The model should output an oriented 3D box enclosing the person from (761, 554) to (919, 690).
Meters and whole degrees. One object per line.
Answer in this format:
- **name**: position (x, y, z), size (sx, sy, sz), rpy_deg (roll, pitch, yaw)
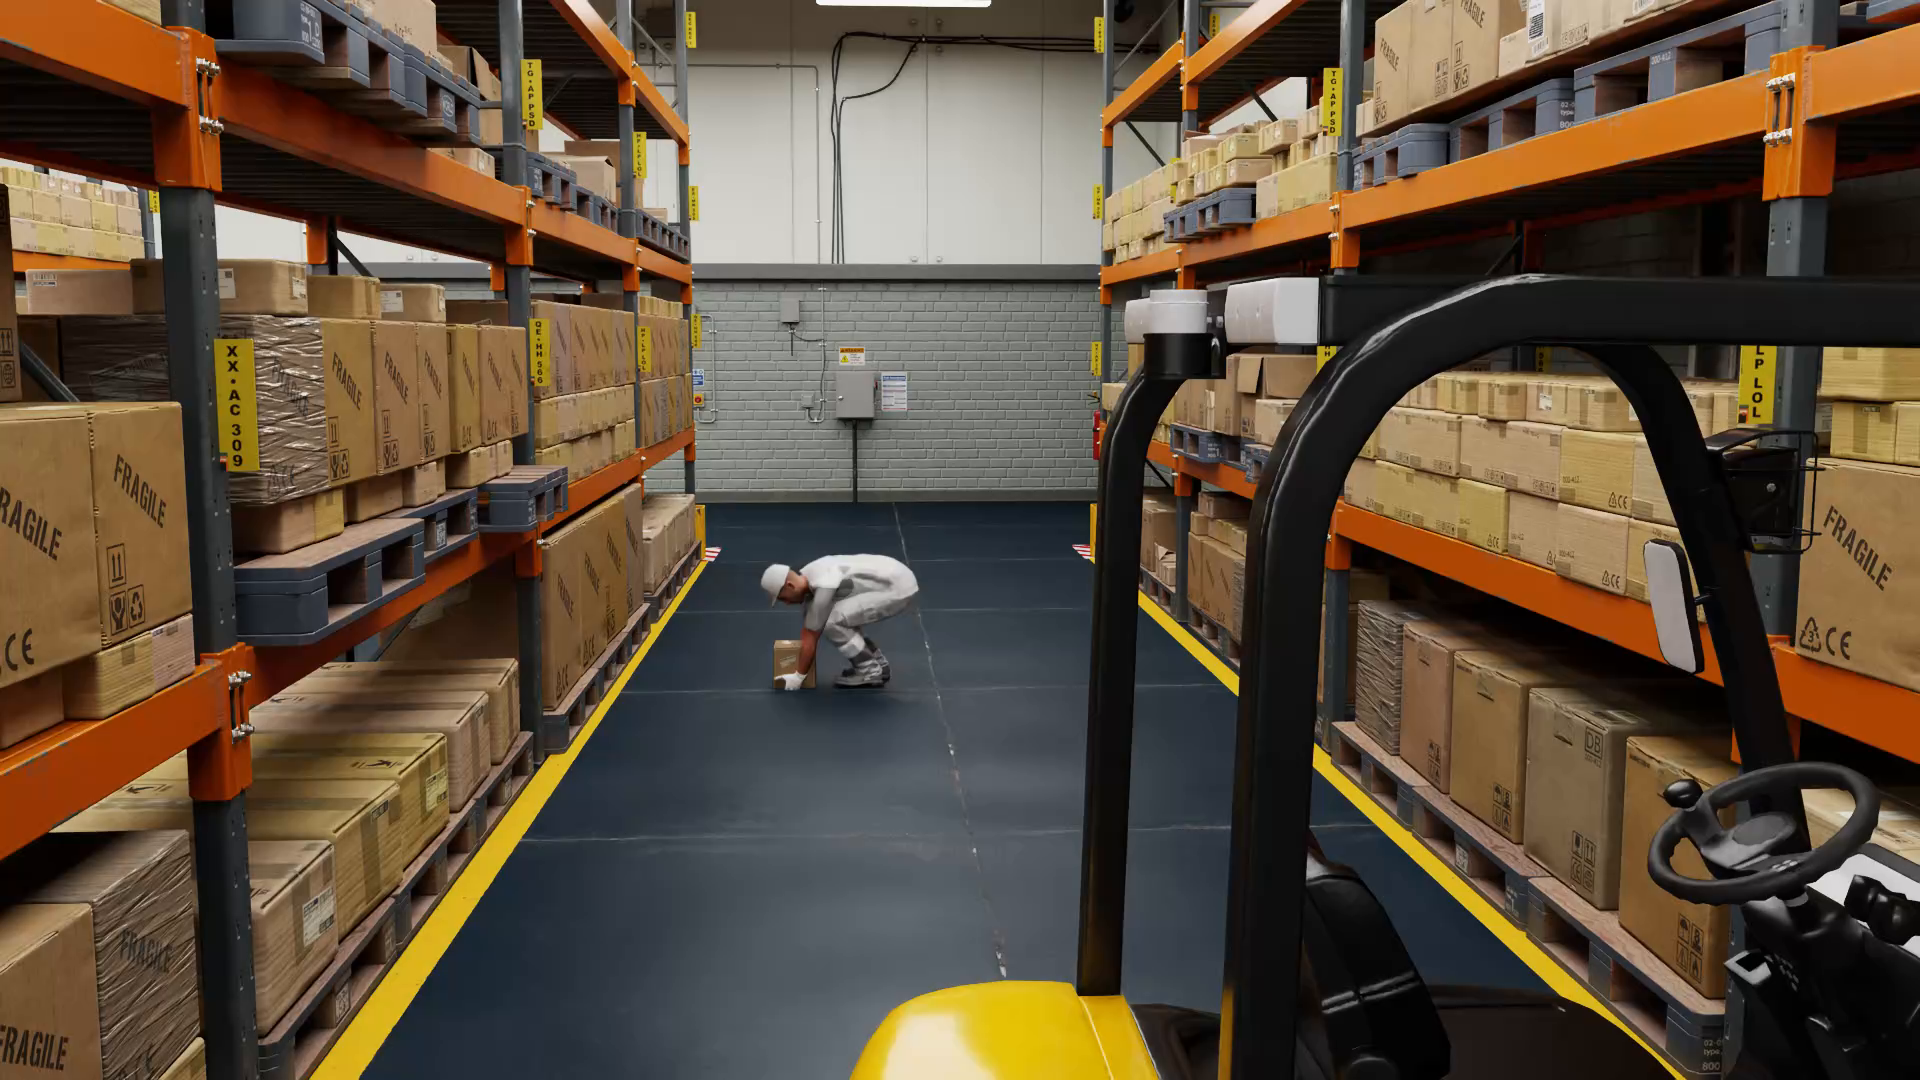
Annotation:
- **person**: position (-0.734, 0.503, 10.226), size (0.964, 0.820, 0.523), rpy_deg (-1, 7, -5)
